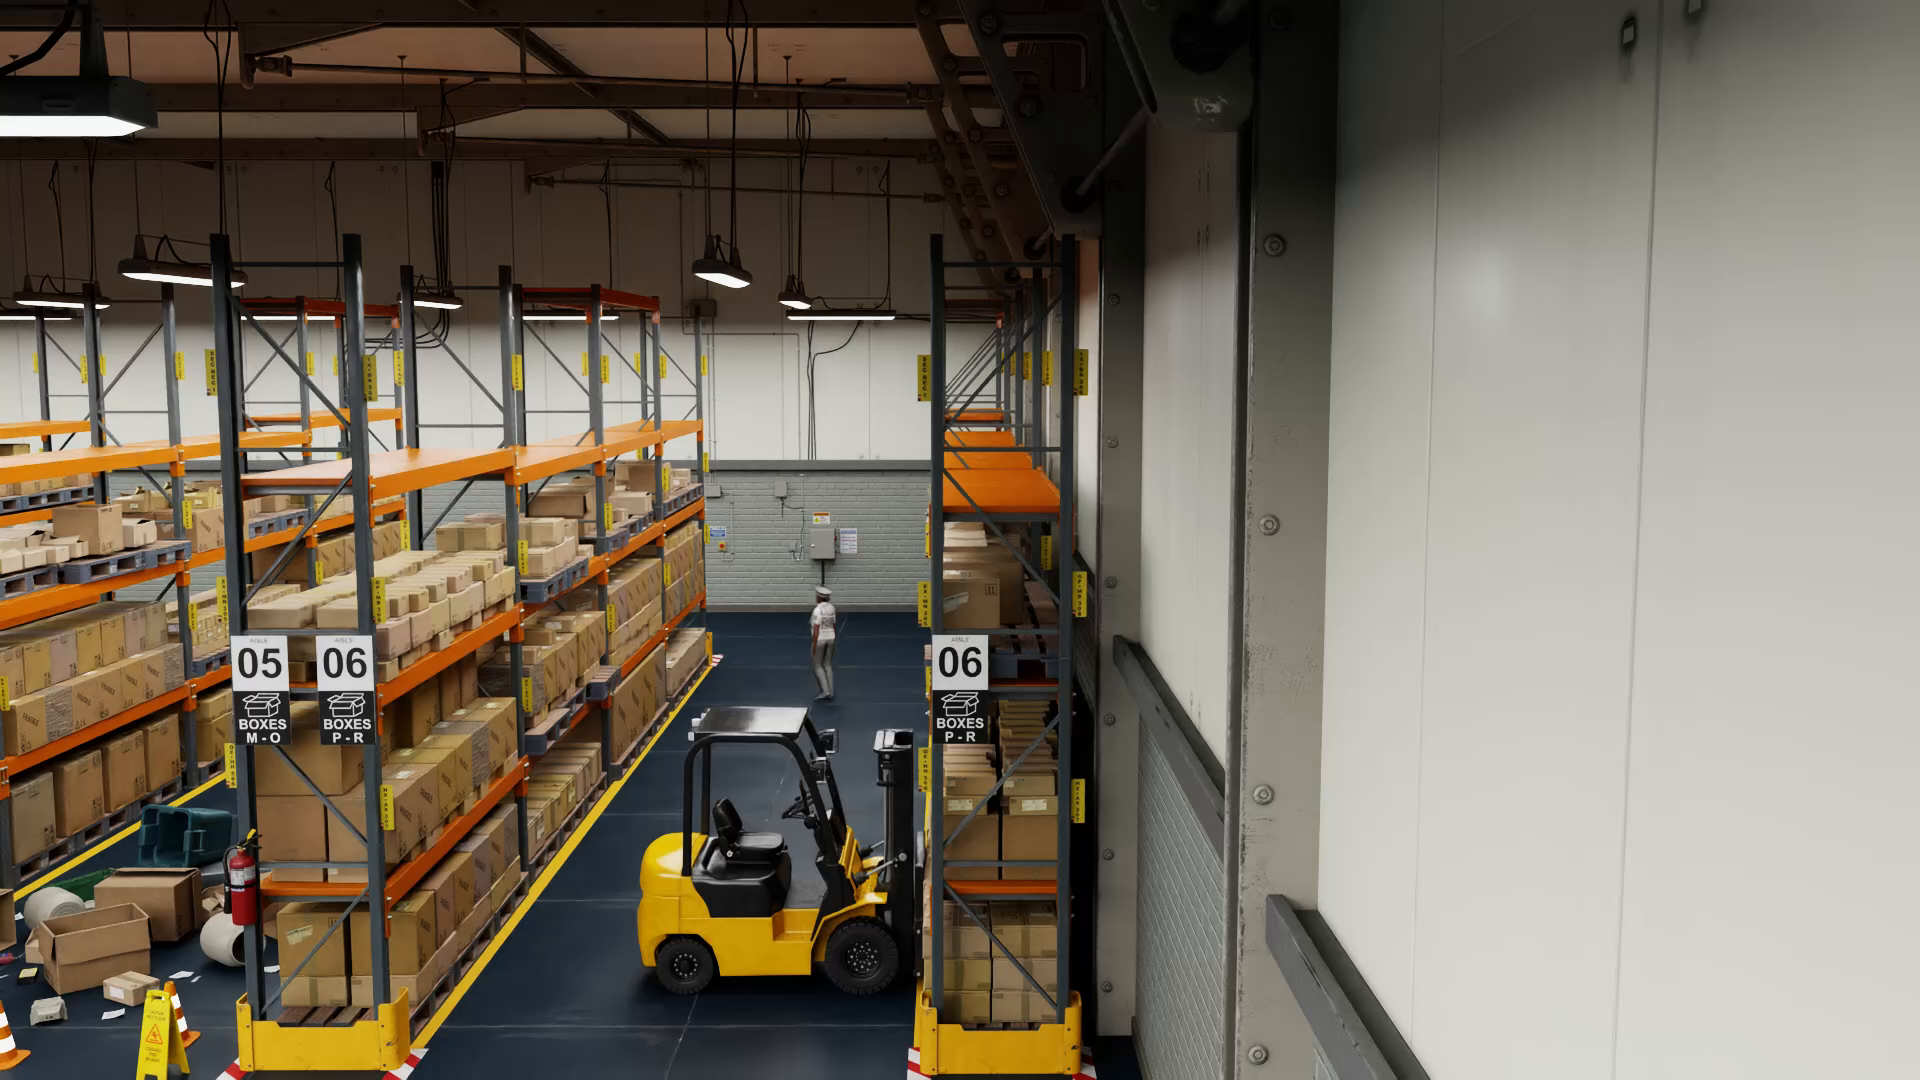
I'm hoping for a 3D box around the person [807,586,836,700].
[{"bbox_3d":[-2.058,1.578,25.210,0.394,1.748,0.469,6,9,42],"label":"person"}]
